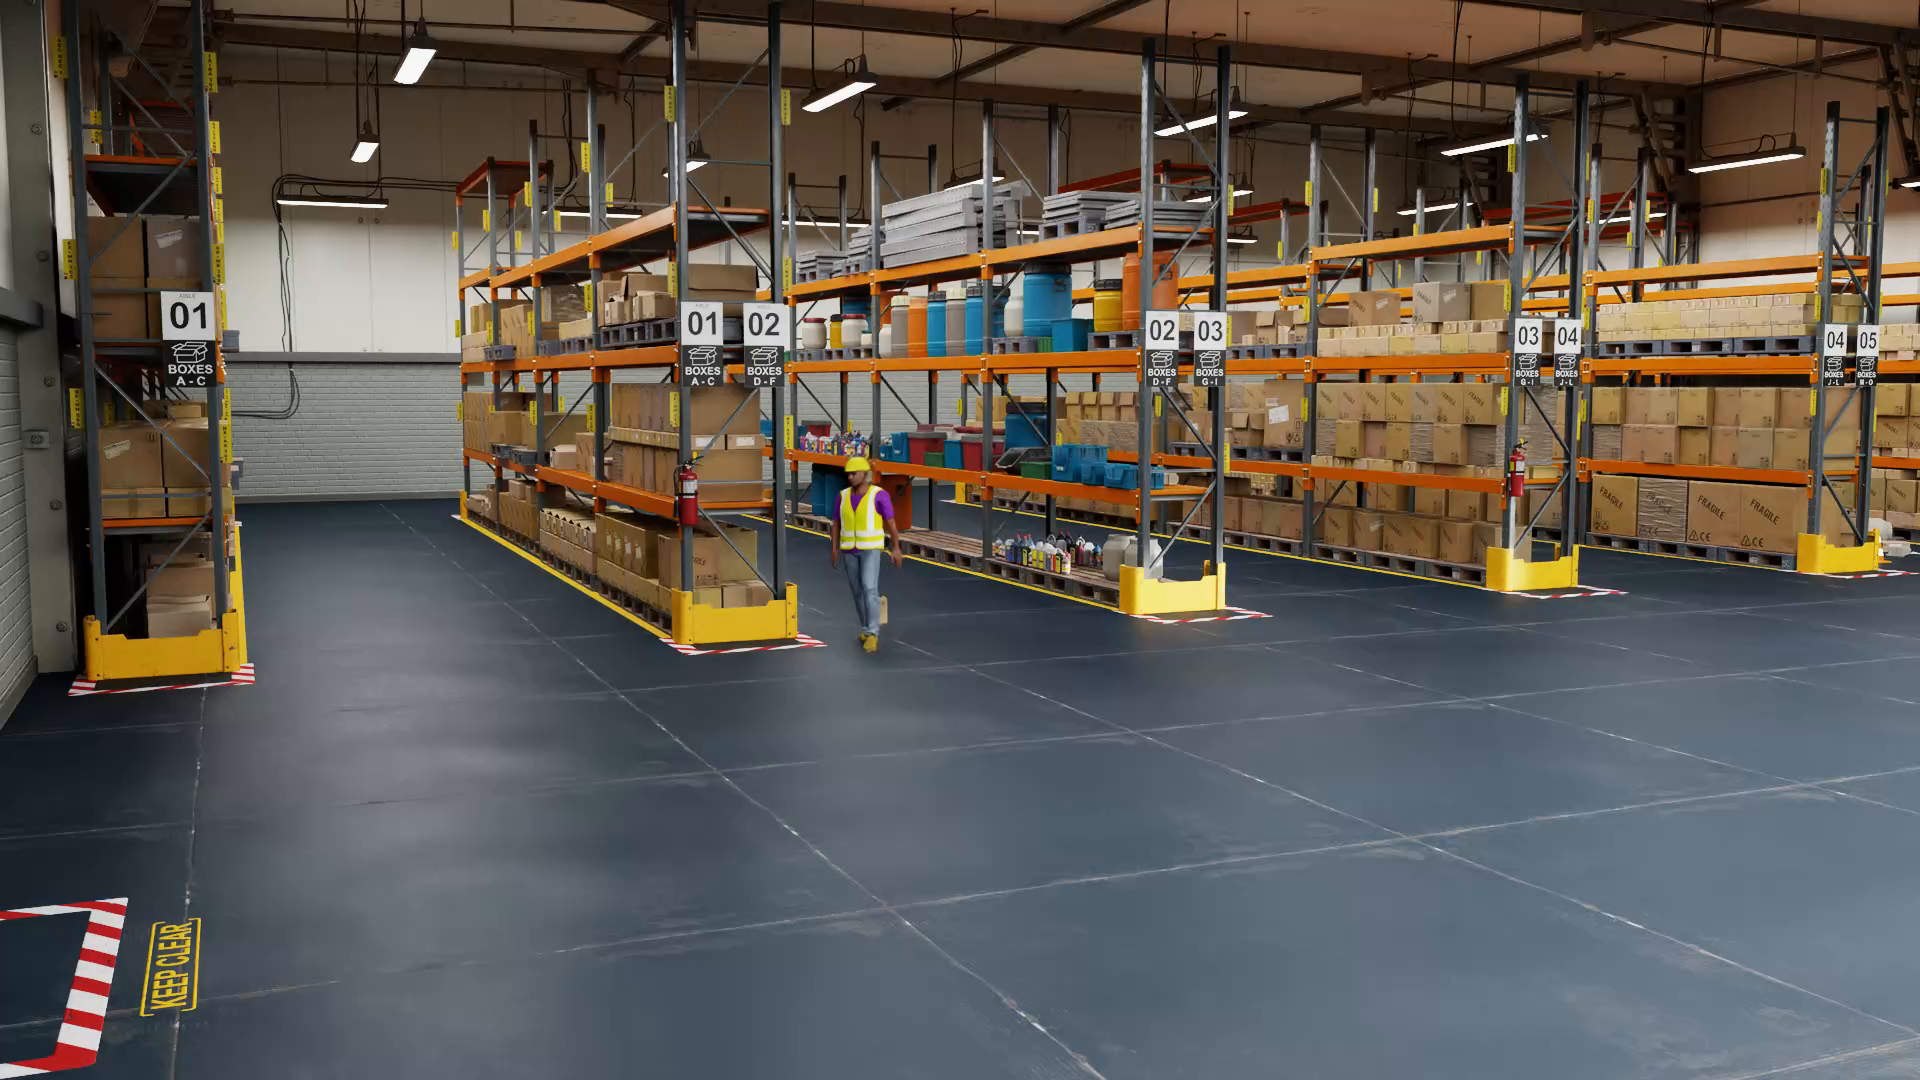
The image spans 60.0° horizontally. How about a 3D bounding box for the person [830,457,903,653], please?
[{"bbox_3d":[-0.934,0.108,15.409,0.648,1.749,0.807,2,6,21],"label":"person"}]
